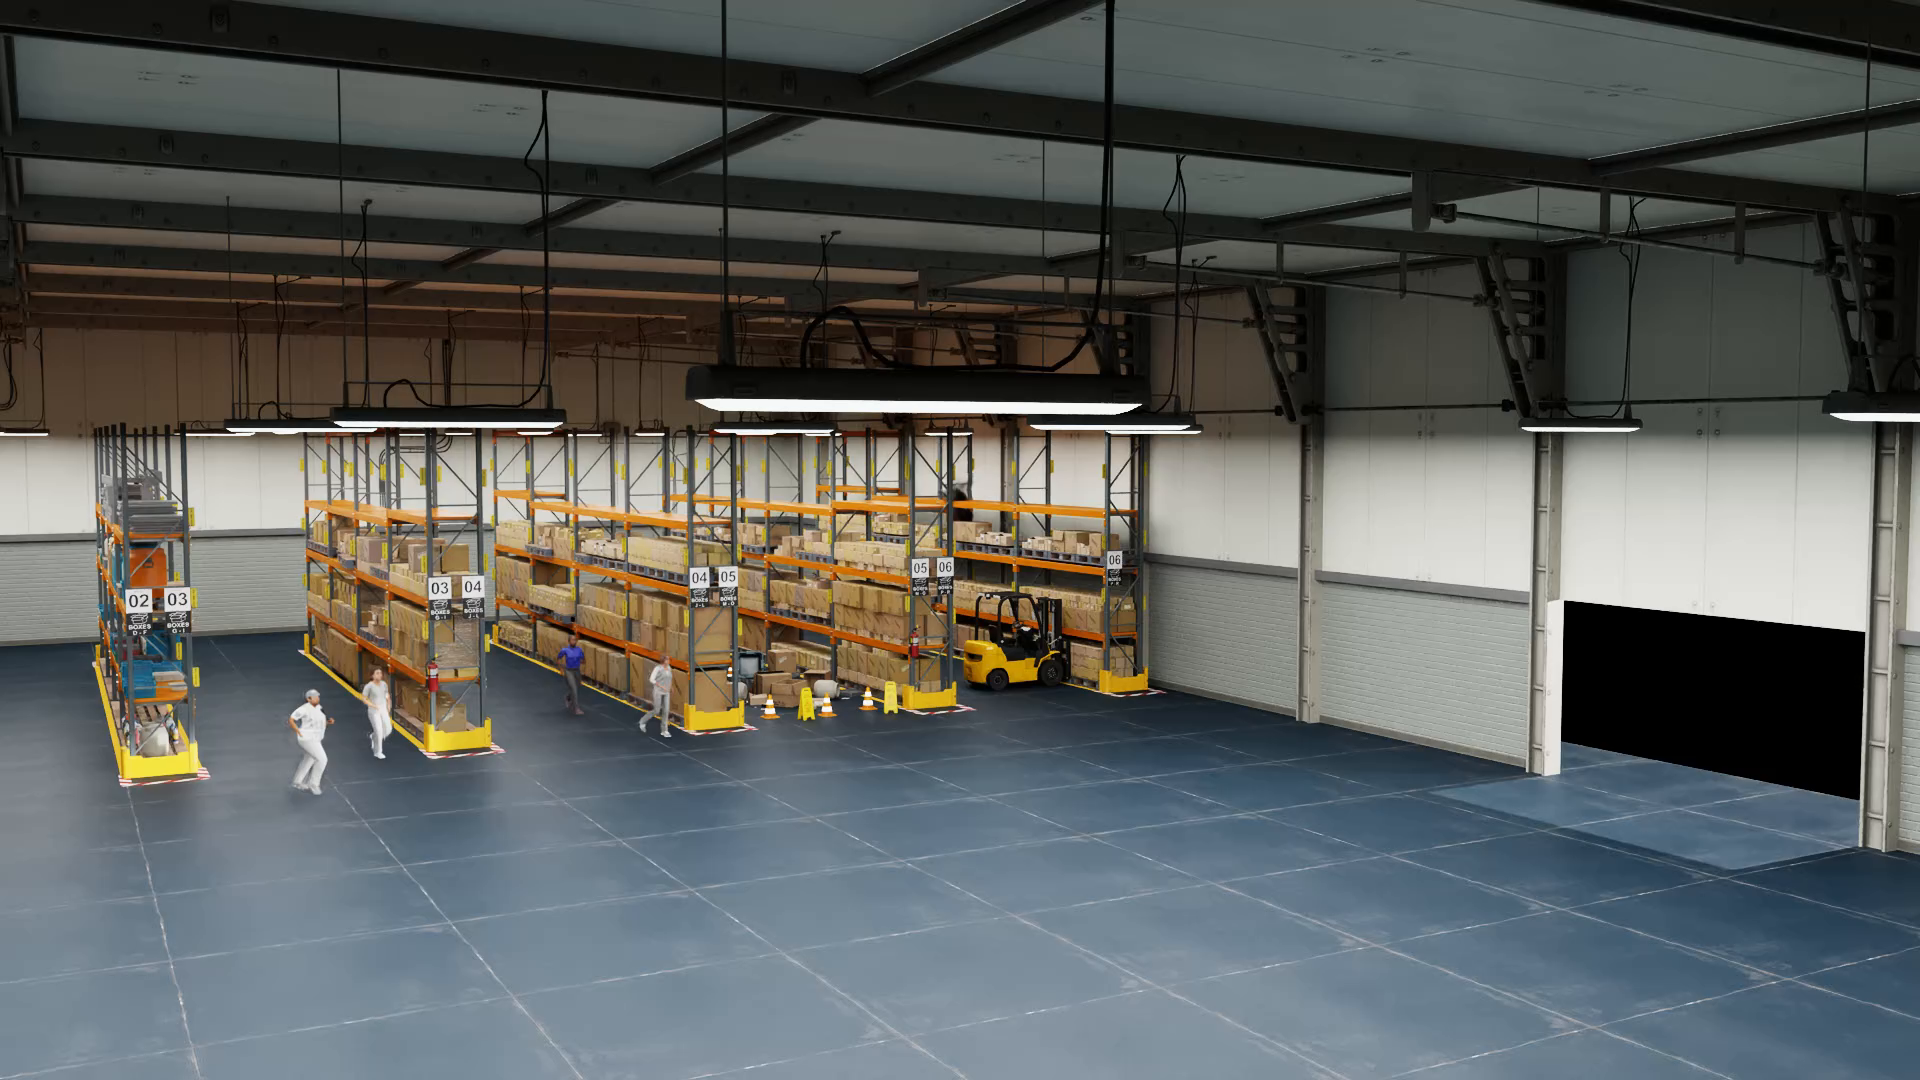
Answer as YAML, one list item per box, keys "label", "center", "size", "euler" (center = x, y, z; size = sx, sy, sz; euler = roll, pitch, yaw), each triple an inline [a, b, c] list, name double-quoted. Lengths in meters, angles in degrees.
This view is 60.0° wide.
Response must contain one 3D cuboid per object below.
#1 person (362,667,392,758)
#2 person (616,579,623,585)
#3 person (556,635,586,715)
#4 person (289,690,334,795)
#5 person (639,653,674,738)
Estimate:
- label: "person"
  center: [-10.504, 3.101, 29.966]
  size: [0.595, 1.639, 0.591]
  euler: [3, 4, 37]
- label: "person"
  center: [-10.225, 1.830, 49.898]
  size: [0.688, 1.765, 0.682]
  euler: [-1, 4, -21]
- label: "person"
  center: [-8.096, 2.789, 34.663]
  size: [0.578, 1.635, 0.865]
  euler: [-3, 5, -40]
- label: "person"
  center: [-10.512, 3.281, 26.973]
  size: [0.729, 1.729, 0.572]
  euler: [0, 3, 5]
- label: "person"
  center: [-5.778, 2.984, 32.196]
  size: [0.773, 1.586, 0.595]
  euler: [2, 4, 35]
